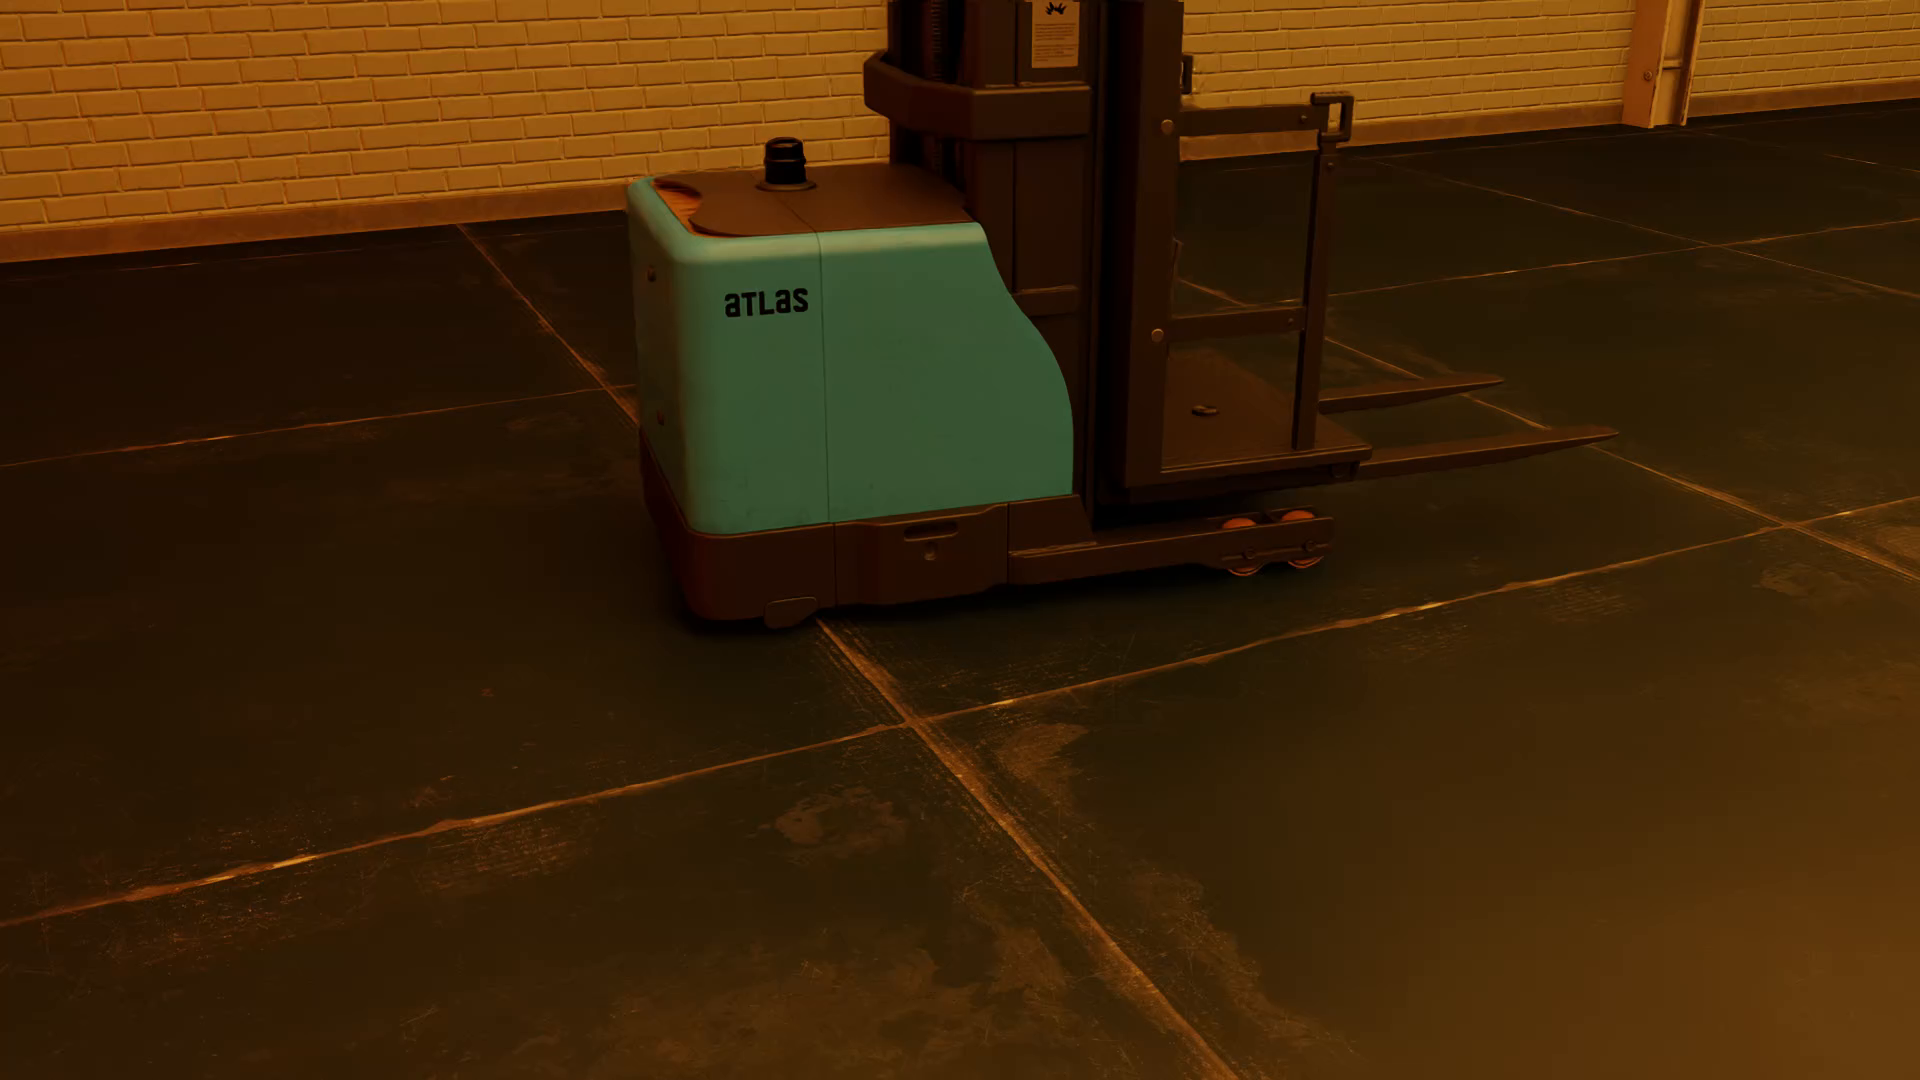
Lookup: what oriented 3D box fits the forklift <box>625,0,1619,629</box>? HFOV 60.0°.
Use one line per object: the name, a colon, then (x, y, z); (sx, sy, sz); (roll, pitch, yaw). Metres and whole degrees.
forklift: (0.583, -1.433, 4.736); (3.031, 2.935, 1.130); (-7, 24, -17)
